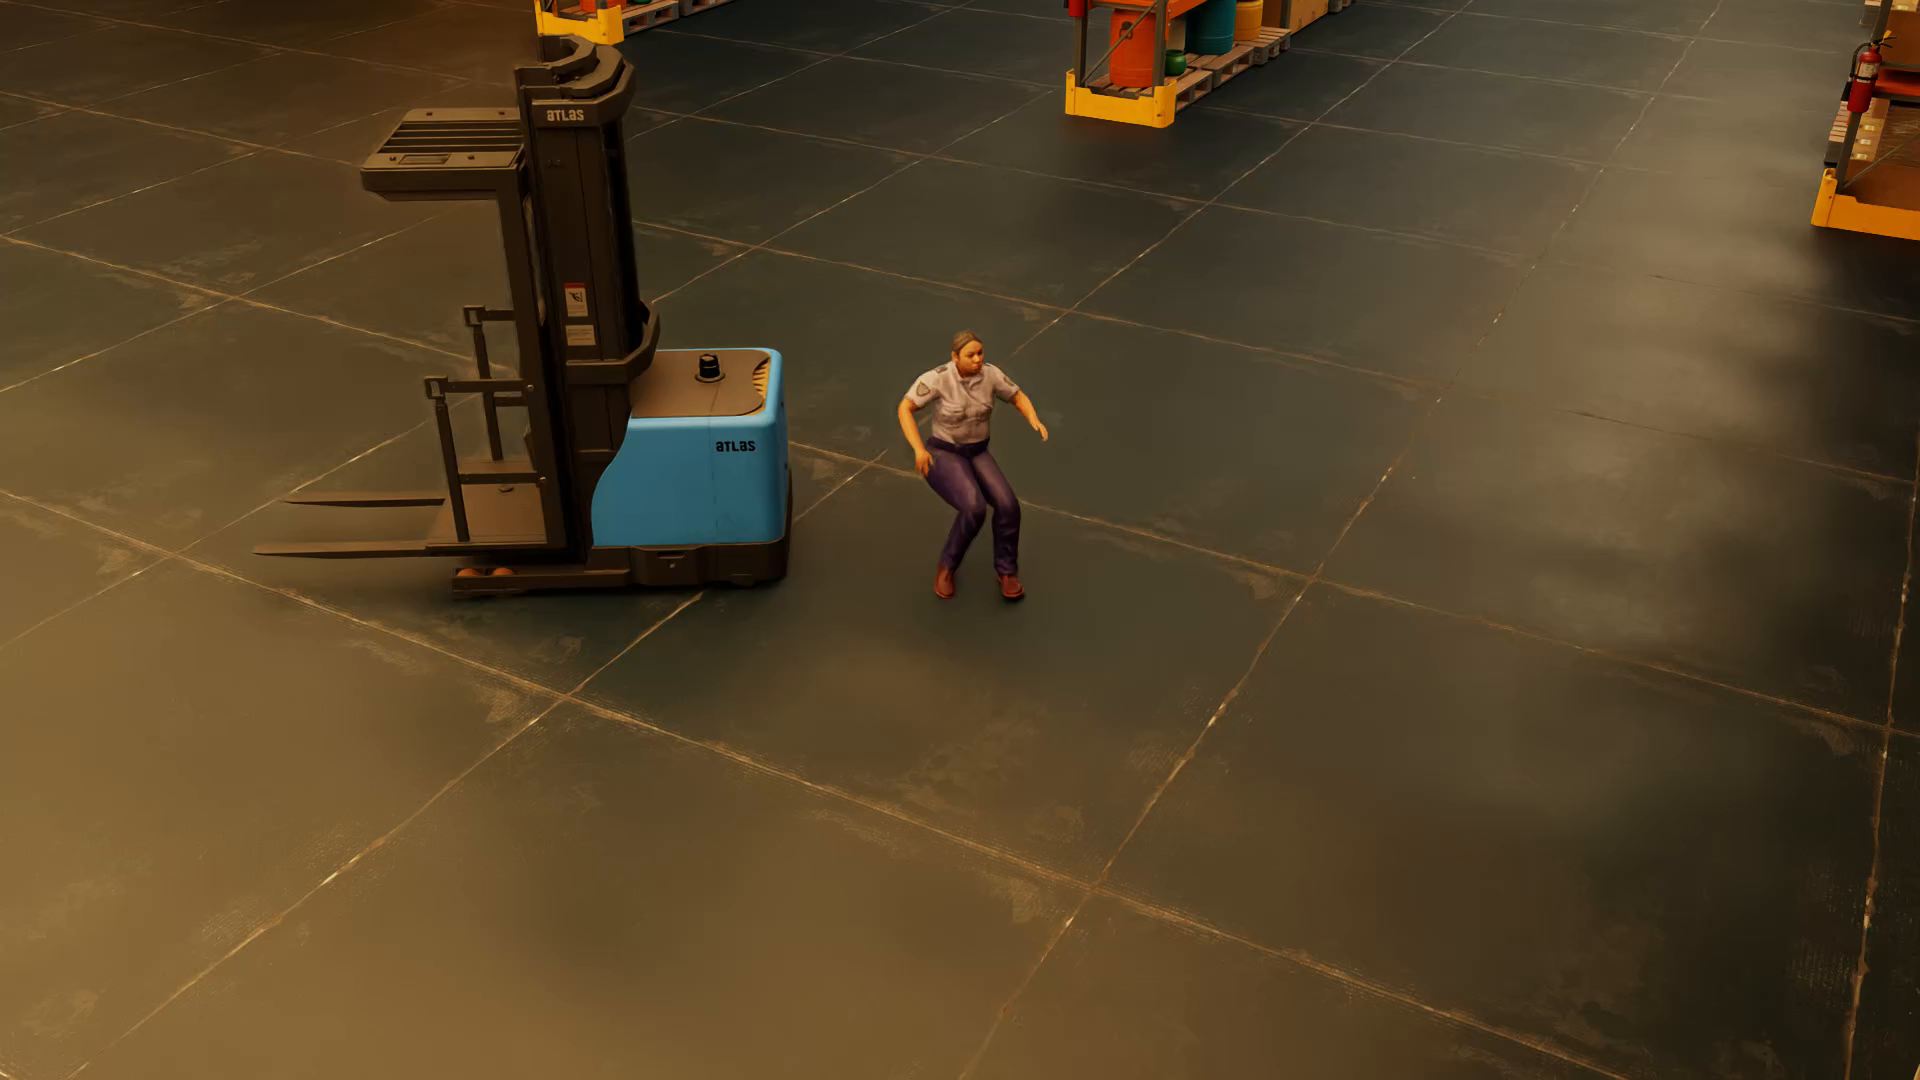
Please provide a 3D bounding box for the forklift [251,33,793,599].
[{"bbox_3d":[-2.527,-1.208,9.165,3.031,2.935,1.130,-1,30,-2],"label":"forklift"}]

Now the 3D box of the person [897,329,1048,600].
[{"bbox_3d":[0.134,-0.426,9.348,0.826,1.410,0.791,-21,36,-32],"label":"person"}]
